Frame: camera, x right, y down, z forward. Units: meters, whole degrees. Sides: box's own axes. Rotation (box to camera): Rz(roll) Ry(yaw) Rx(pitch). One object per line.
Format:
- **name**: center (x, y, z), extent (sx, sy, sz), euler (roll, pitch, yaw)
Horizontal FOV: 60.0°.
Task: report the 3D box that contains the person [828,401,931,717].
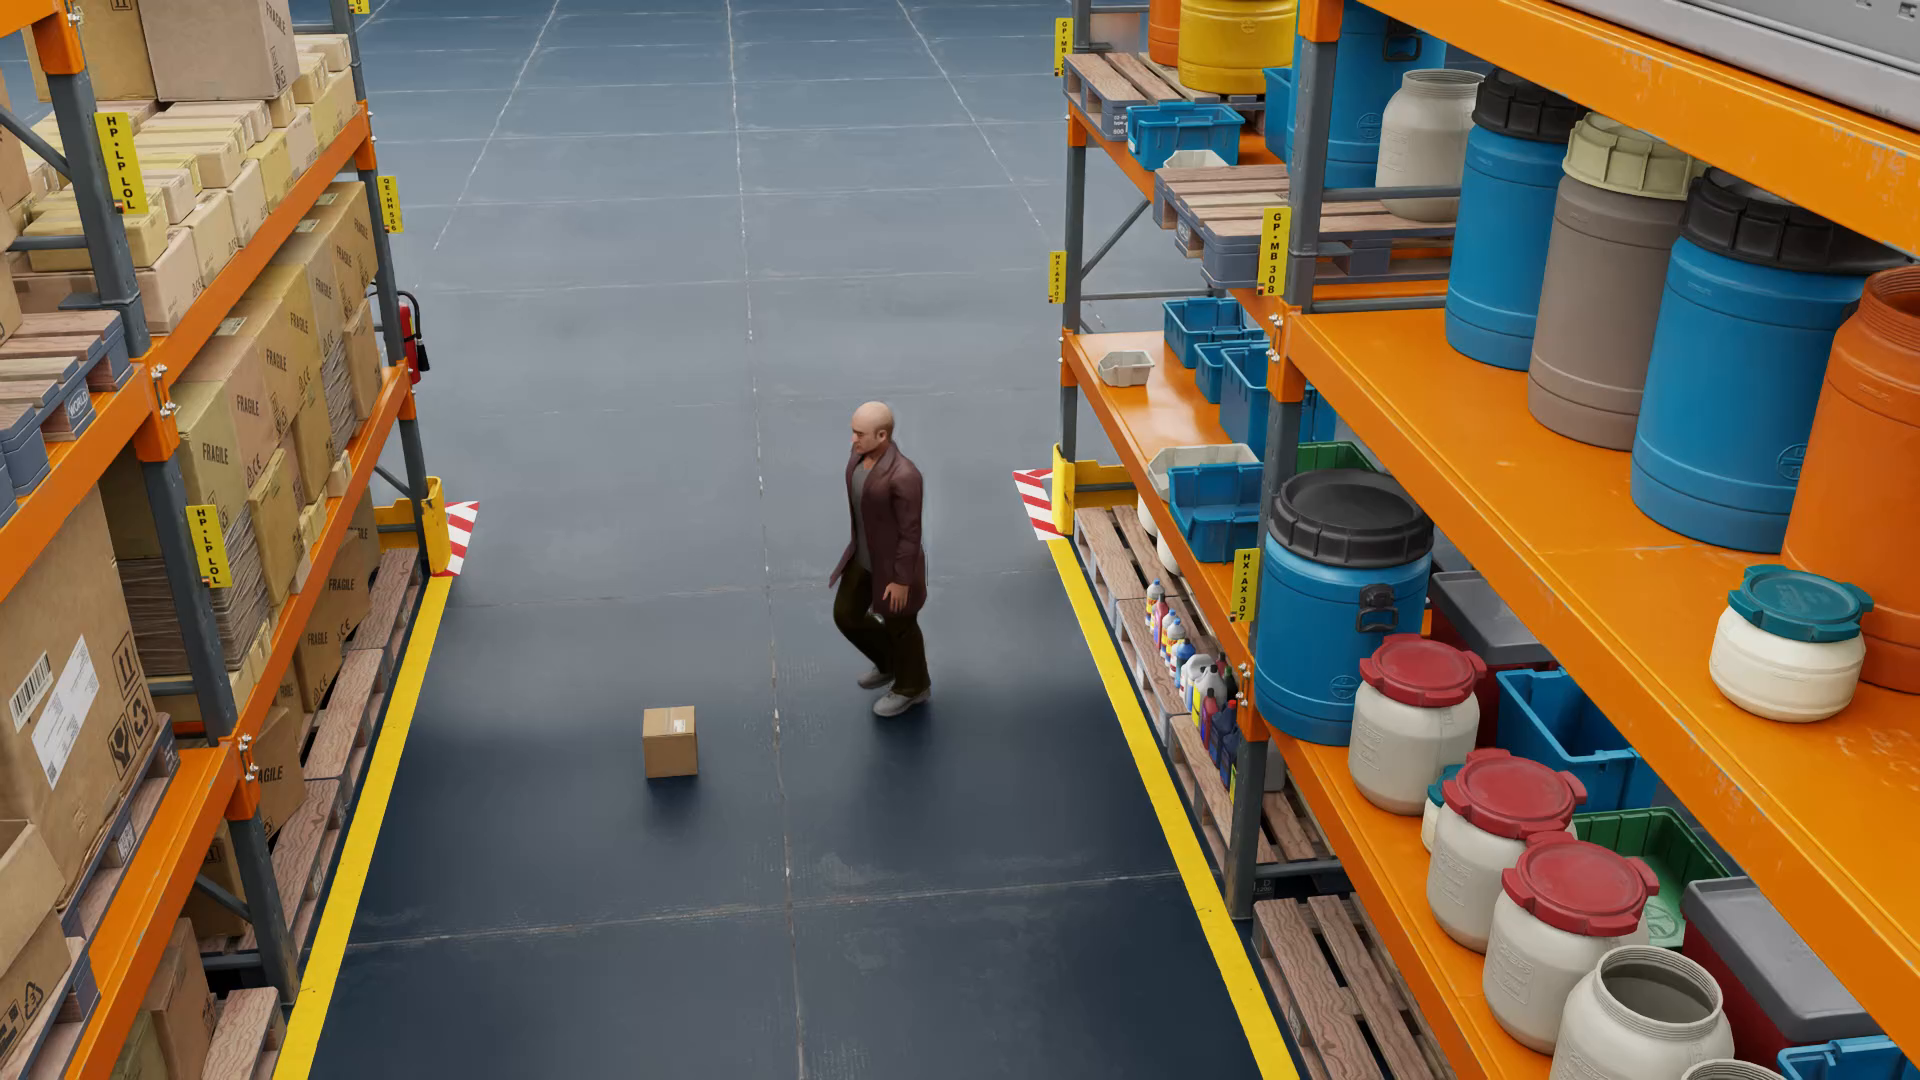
- **person**: center (-0.374, 0.100, 8.392), extent (0.503, 1.768, 0.606), euler (-20, 33, -34)
